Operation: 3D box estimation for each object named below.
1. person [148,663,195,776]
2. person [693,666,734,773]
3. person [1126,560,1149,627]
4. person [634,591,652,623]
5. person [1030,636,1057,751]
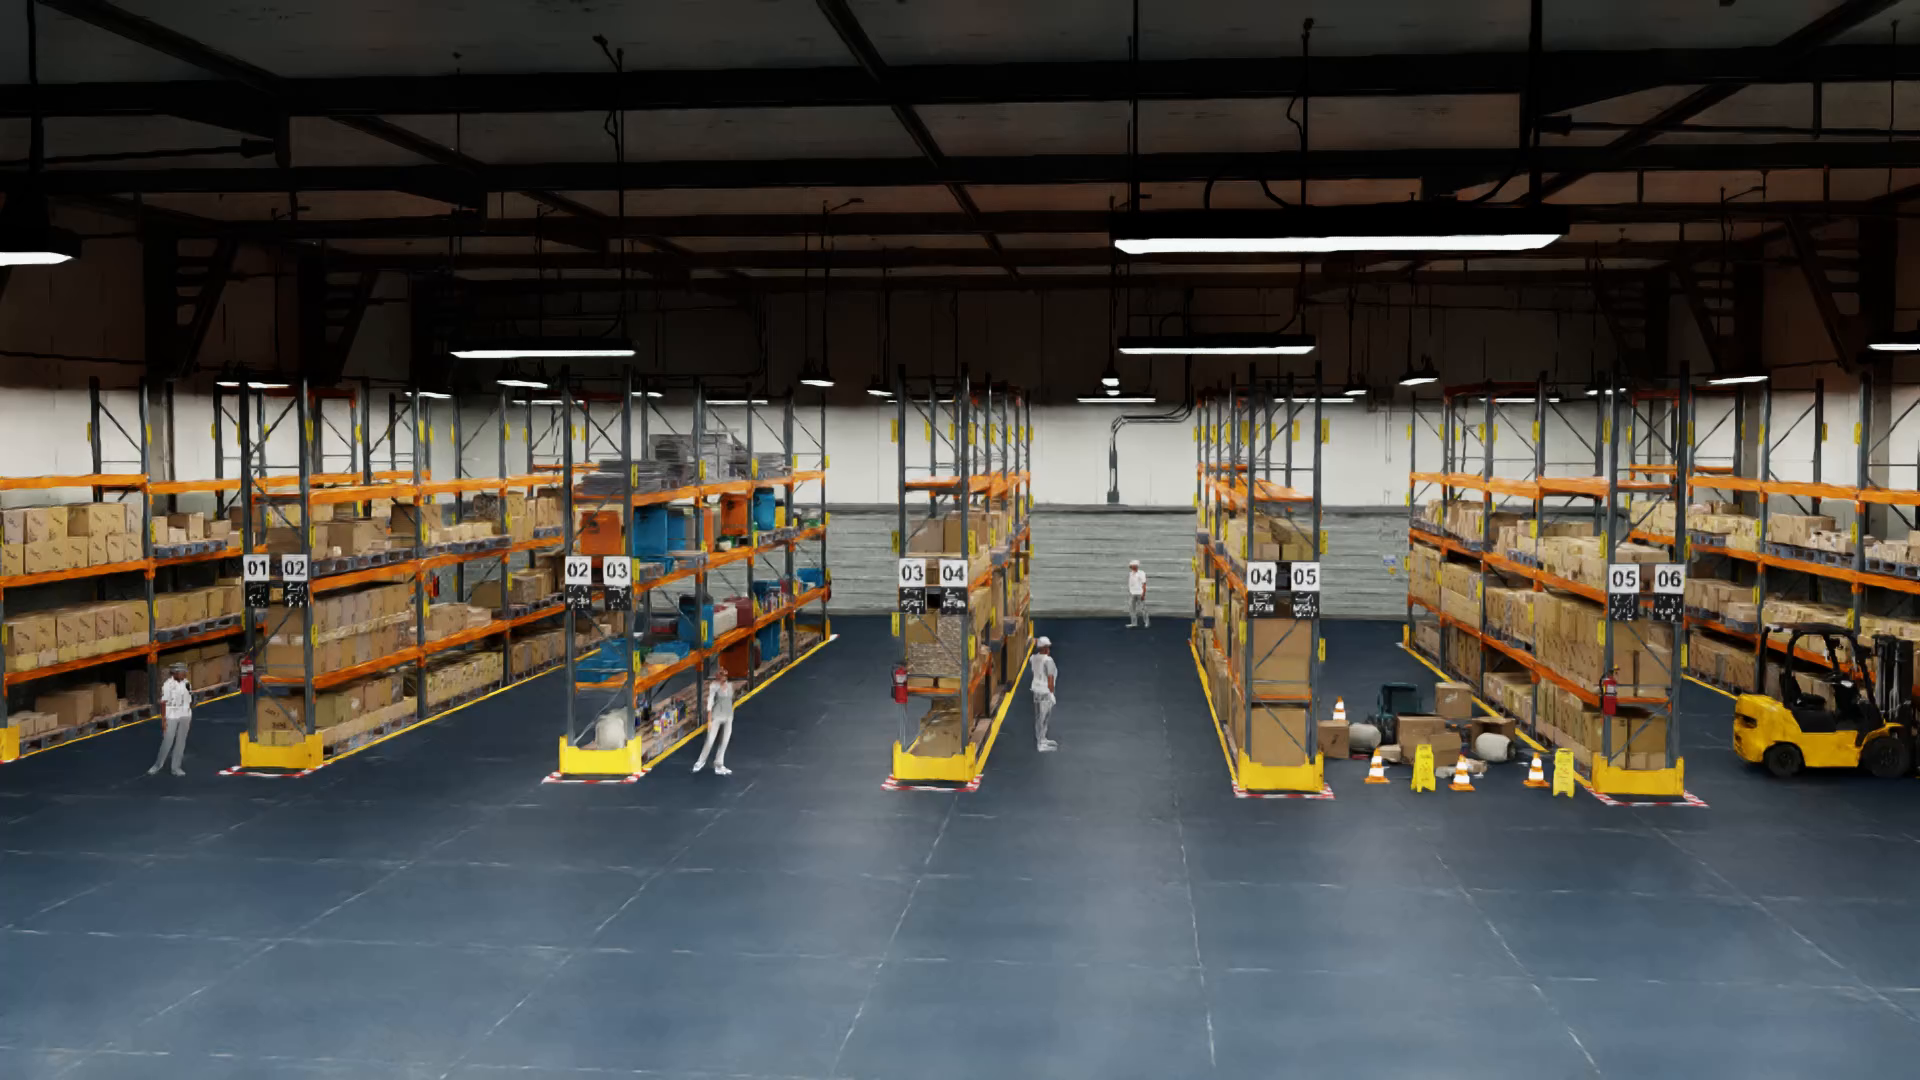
[{"bbox_3d":[-11.488,2.611,24.214,0.458,1.655,0.618,3,5,38],"label":"person"},{"bbox_3d":[-3.615,2.642,24.407,0.583,1.588,0.471,-3,5,-39],"label":"person"},{"bbox_3d":[4.595,1.380,42.930,0.595,1.757,0.595,-3,5,-37],"label":"person"},{"bbox_3d":[-8.136,1.406,42.502,0.584,1.719,0.772,3,5,43],"label":"person"},{"bbox_3d":[1.364,2.408,26.265,0.456,1.783,0.618,-2,4,-23],"label":"person"}]
